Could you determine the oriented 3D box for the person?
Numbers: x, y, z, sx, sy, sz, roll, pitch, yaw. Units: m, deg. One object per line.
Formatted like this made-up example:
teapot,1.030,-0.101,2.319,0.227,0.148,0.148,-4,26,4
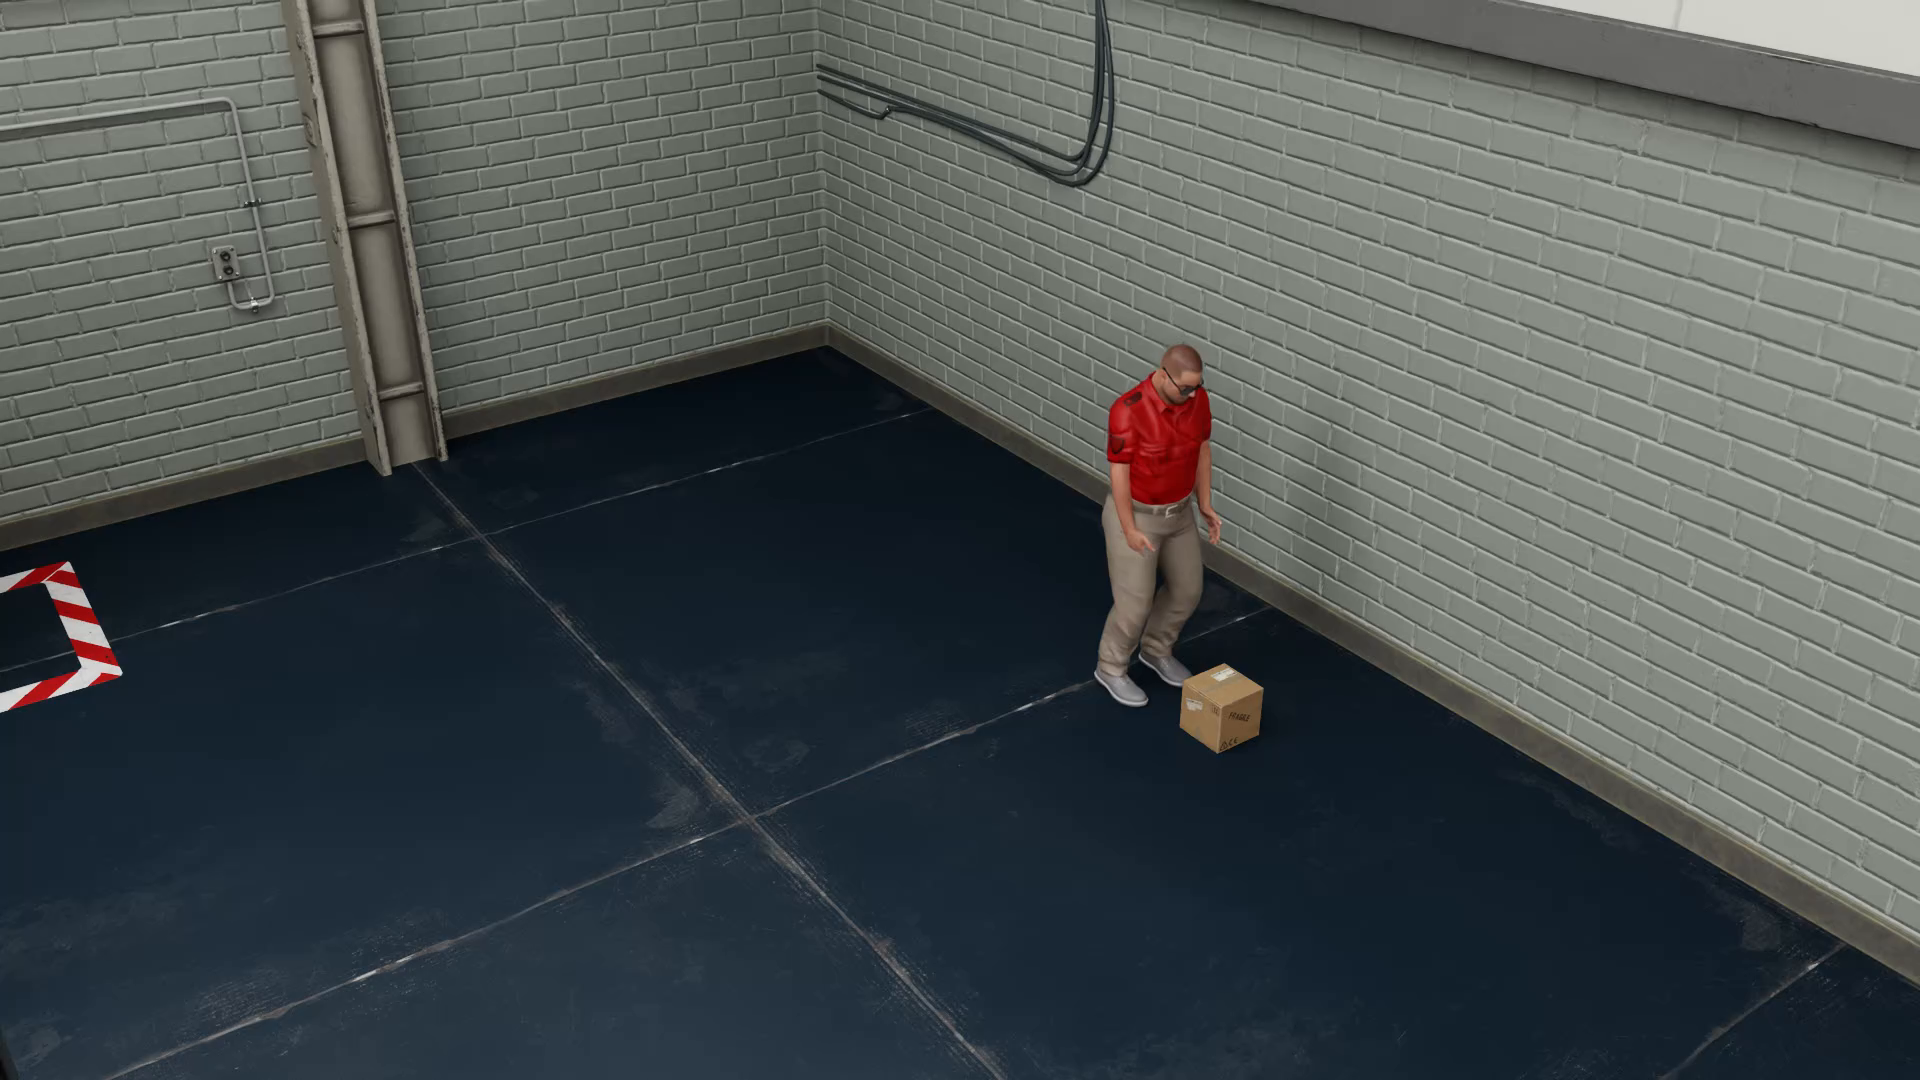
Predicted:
person,0.878,-0.092,7.362,0.550,1.694,0.402,-18,33,-29
